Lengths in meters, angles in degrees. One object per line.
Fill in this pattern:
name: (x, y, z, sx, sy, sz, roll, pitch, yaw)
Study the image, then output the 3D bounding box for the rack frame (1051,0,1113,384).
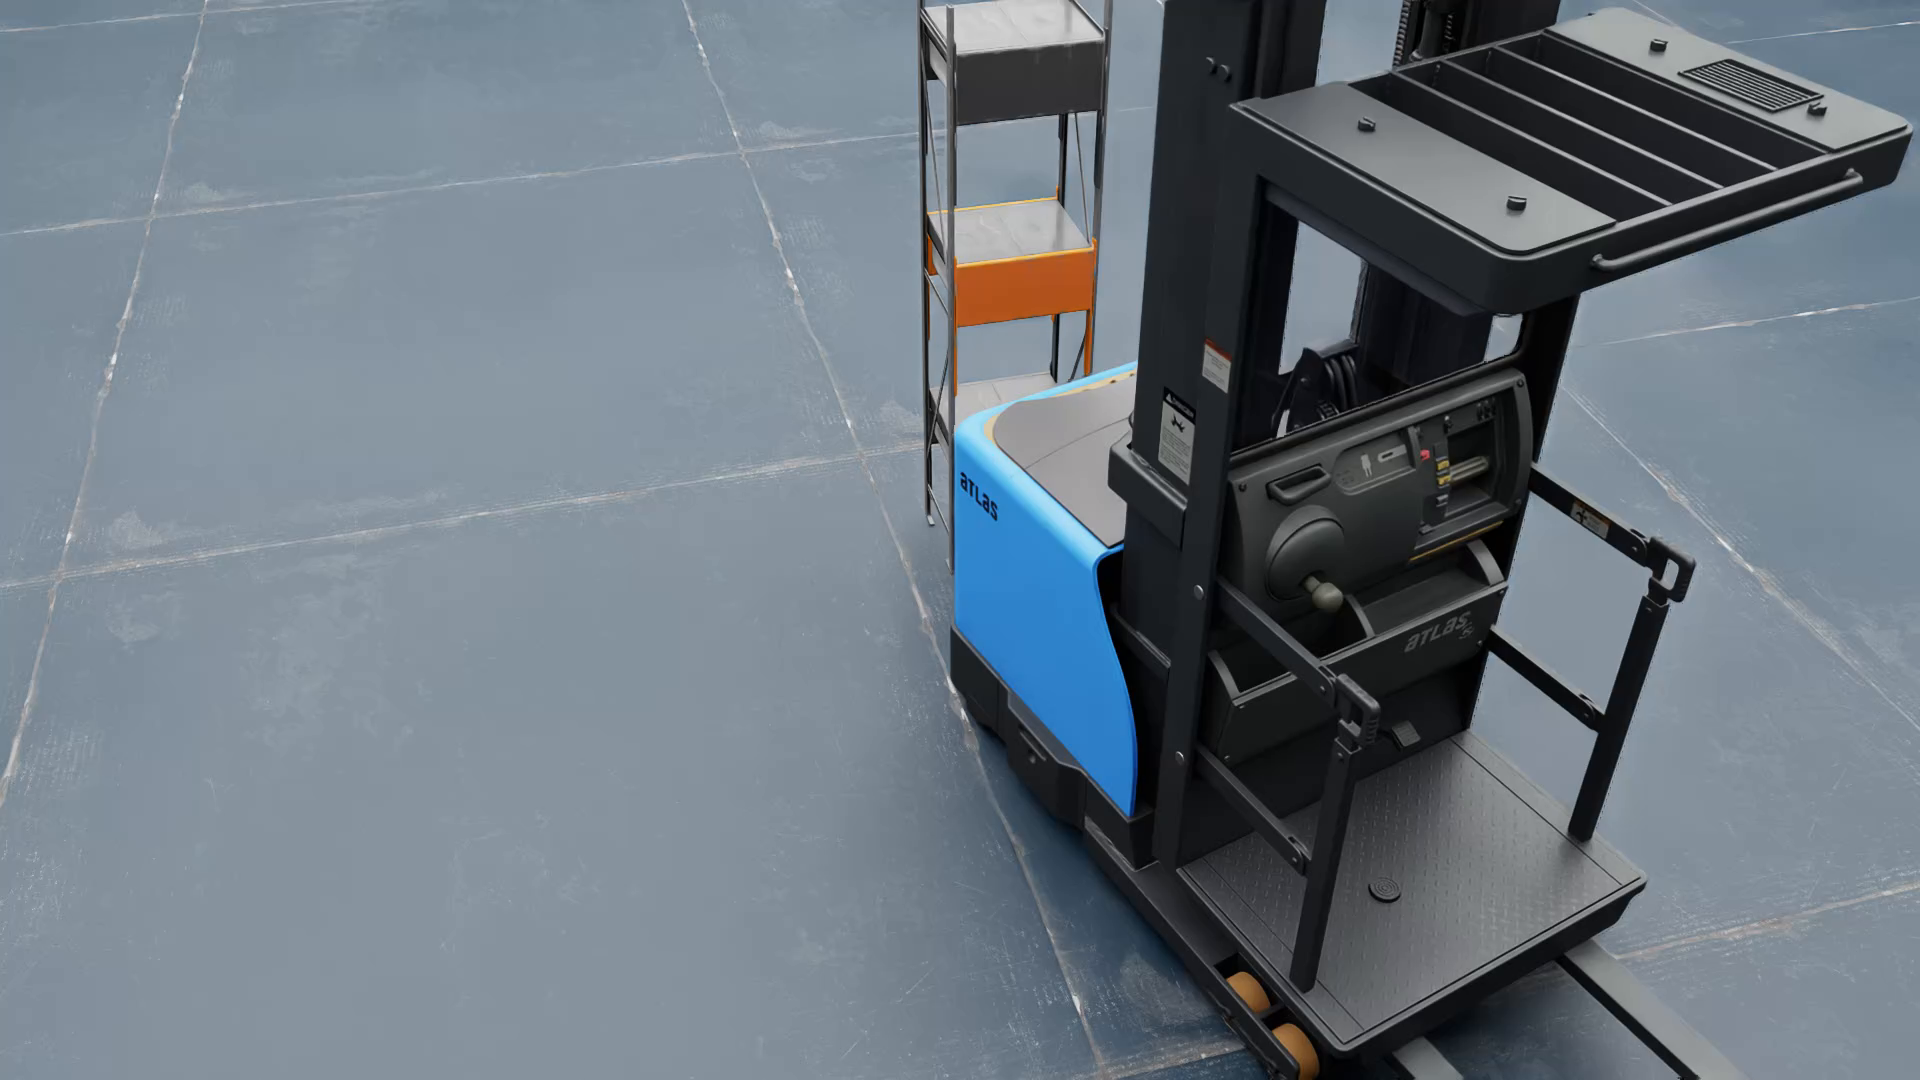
rack frame: (0.395, -0.899, 5.697, 0.015, 2.100, 0.400, -9, 38, -12)

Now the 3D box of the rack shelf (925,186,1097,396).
rack shelf: (0.160, -0.849, 5.655, 0.480, 0.518, 0.431, -9, 38, -12)

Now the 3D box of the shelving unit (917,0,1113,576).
shelving unit: (0.160, -0.860, 5.646, 0.503, 2.100, 0.431, -9, 38, -12)

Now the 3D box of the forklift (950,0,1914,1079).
forklift: (1.150, -0.050, 3.903, 1.130, 2.935, 3.031, -20, 42, -24)

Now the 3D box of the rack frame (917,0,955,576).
rack frame: (-0.076, -0.822, 5.596, 0.015, 2.100, 0.400, -9, 38, -12)

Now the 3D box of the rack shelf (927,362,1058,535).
rack shelf: (0.160, -0.293, 6.080, 0.480, 0.518, 0.431, -9, 38, -12)

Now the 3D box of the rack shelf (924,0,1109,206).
rack shelf: (0.160, -1.405, 5.229, 0.480, 0.518, 0.431, -9, 38, -12)
